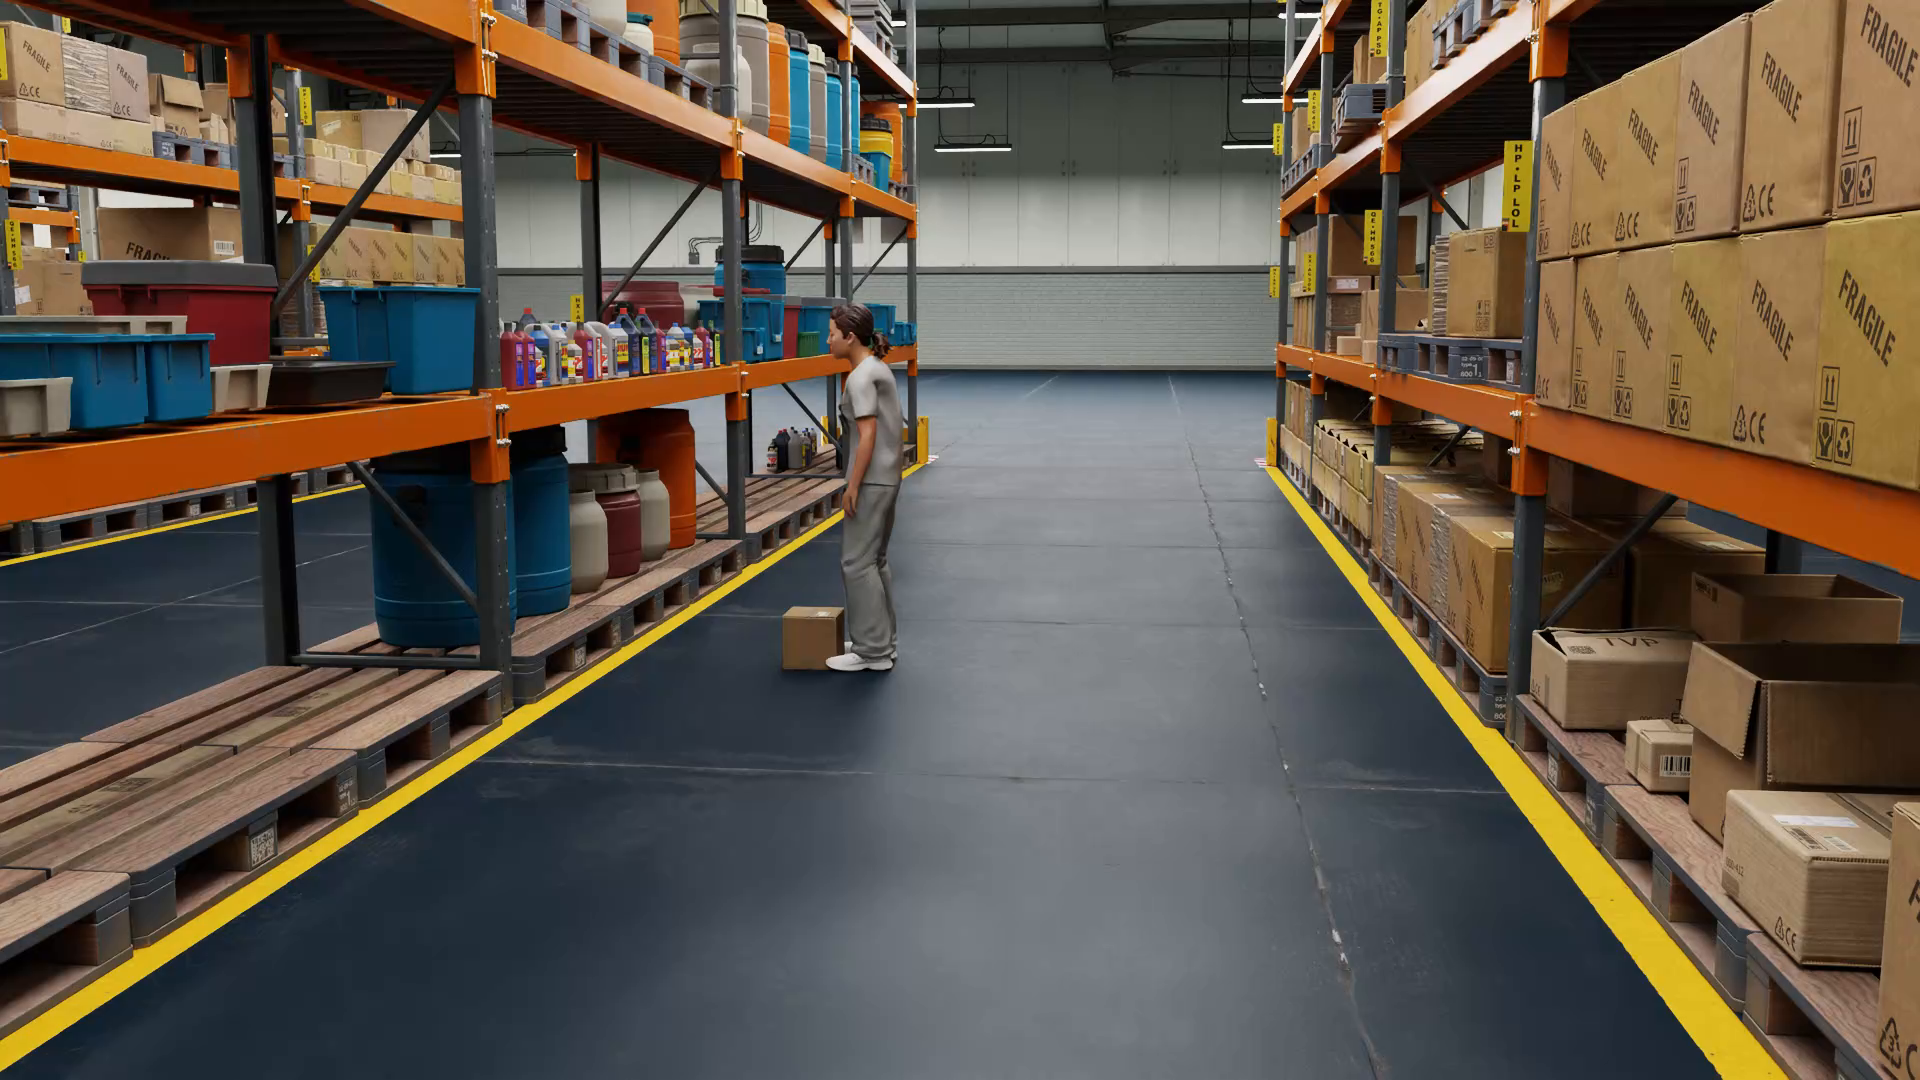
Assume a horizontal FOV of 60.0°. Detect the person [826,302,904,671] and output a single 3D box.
[{"bbox_3d":[-0.434,-0.245,7.623,0.352,1.673,0.508,1,8,4],"label":"person"}]
